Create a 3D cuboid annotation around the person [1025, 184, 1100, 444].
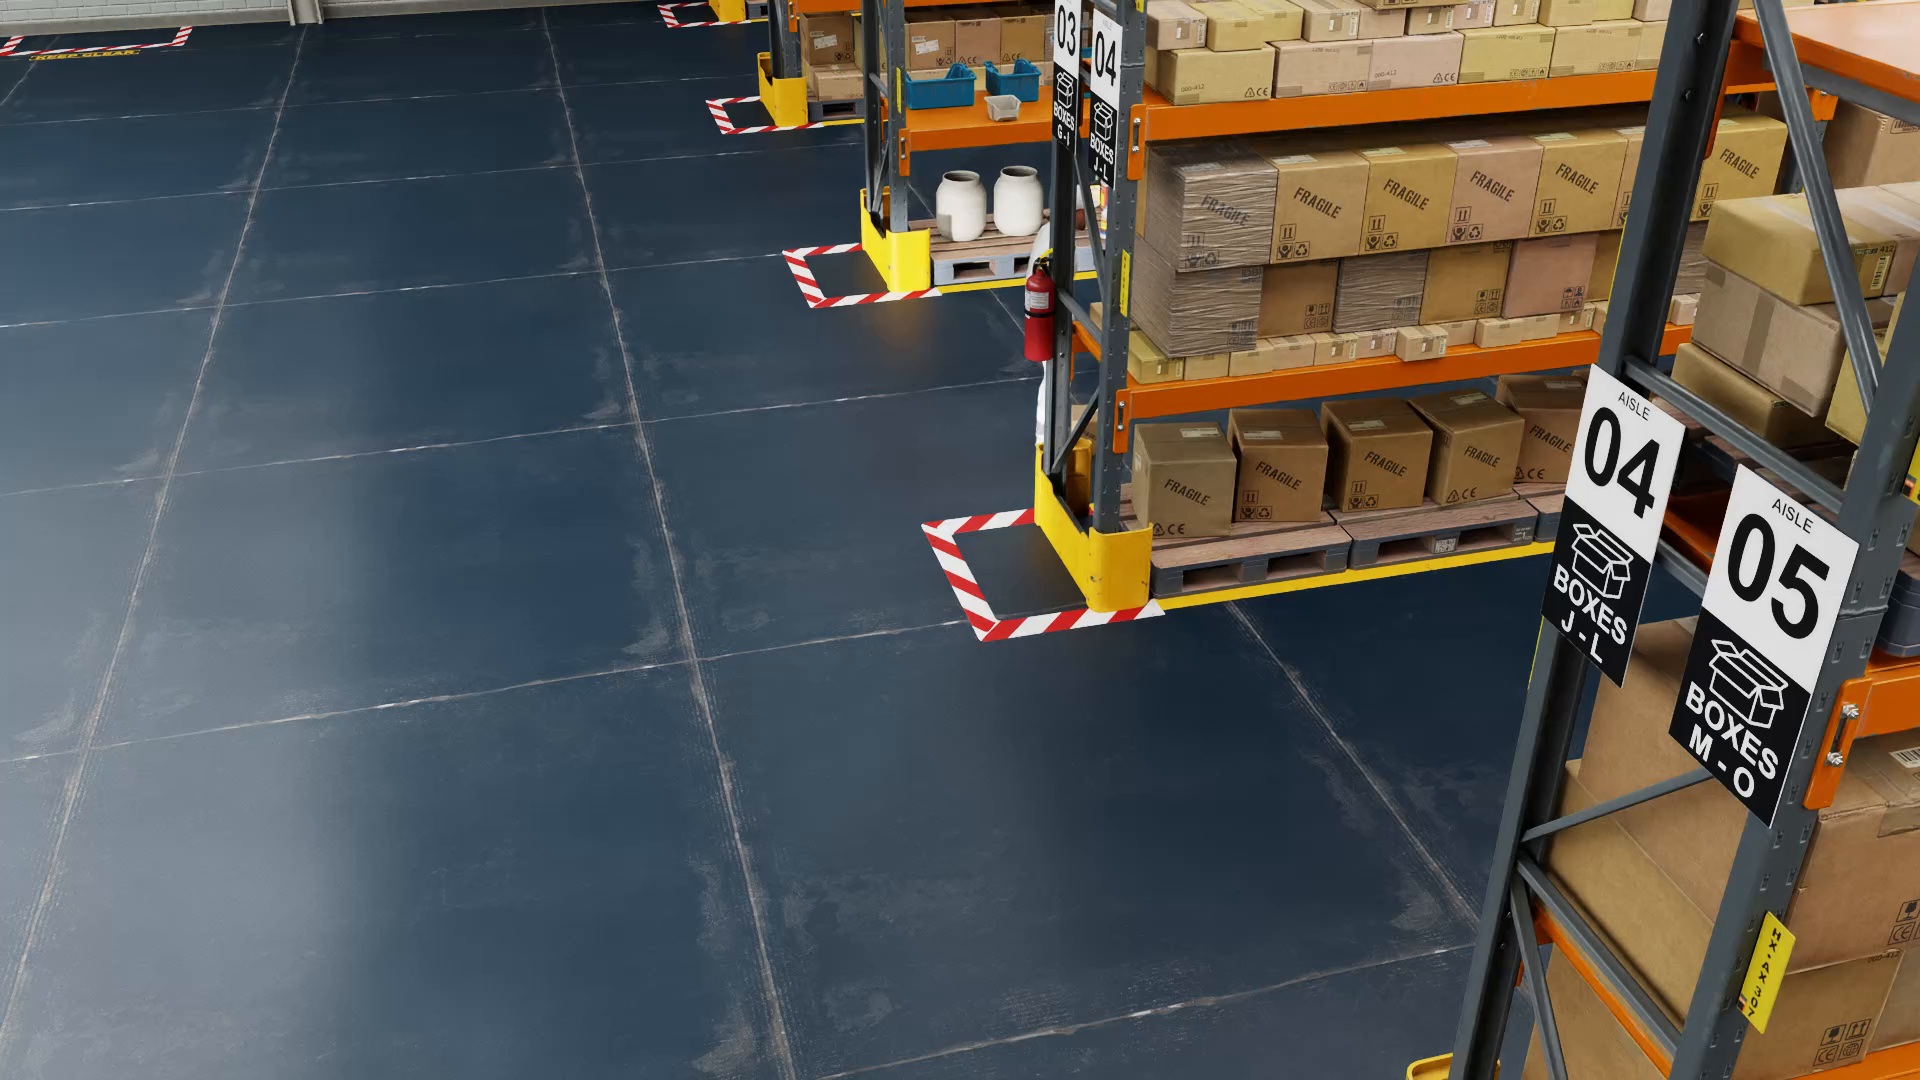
[{"bbox_3d":[0.640,-1.405,10.663,0.453,1.778,0.616,1,30,2],"label":"person"}]
